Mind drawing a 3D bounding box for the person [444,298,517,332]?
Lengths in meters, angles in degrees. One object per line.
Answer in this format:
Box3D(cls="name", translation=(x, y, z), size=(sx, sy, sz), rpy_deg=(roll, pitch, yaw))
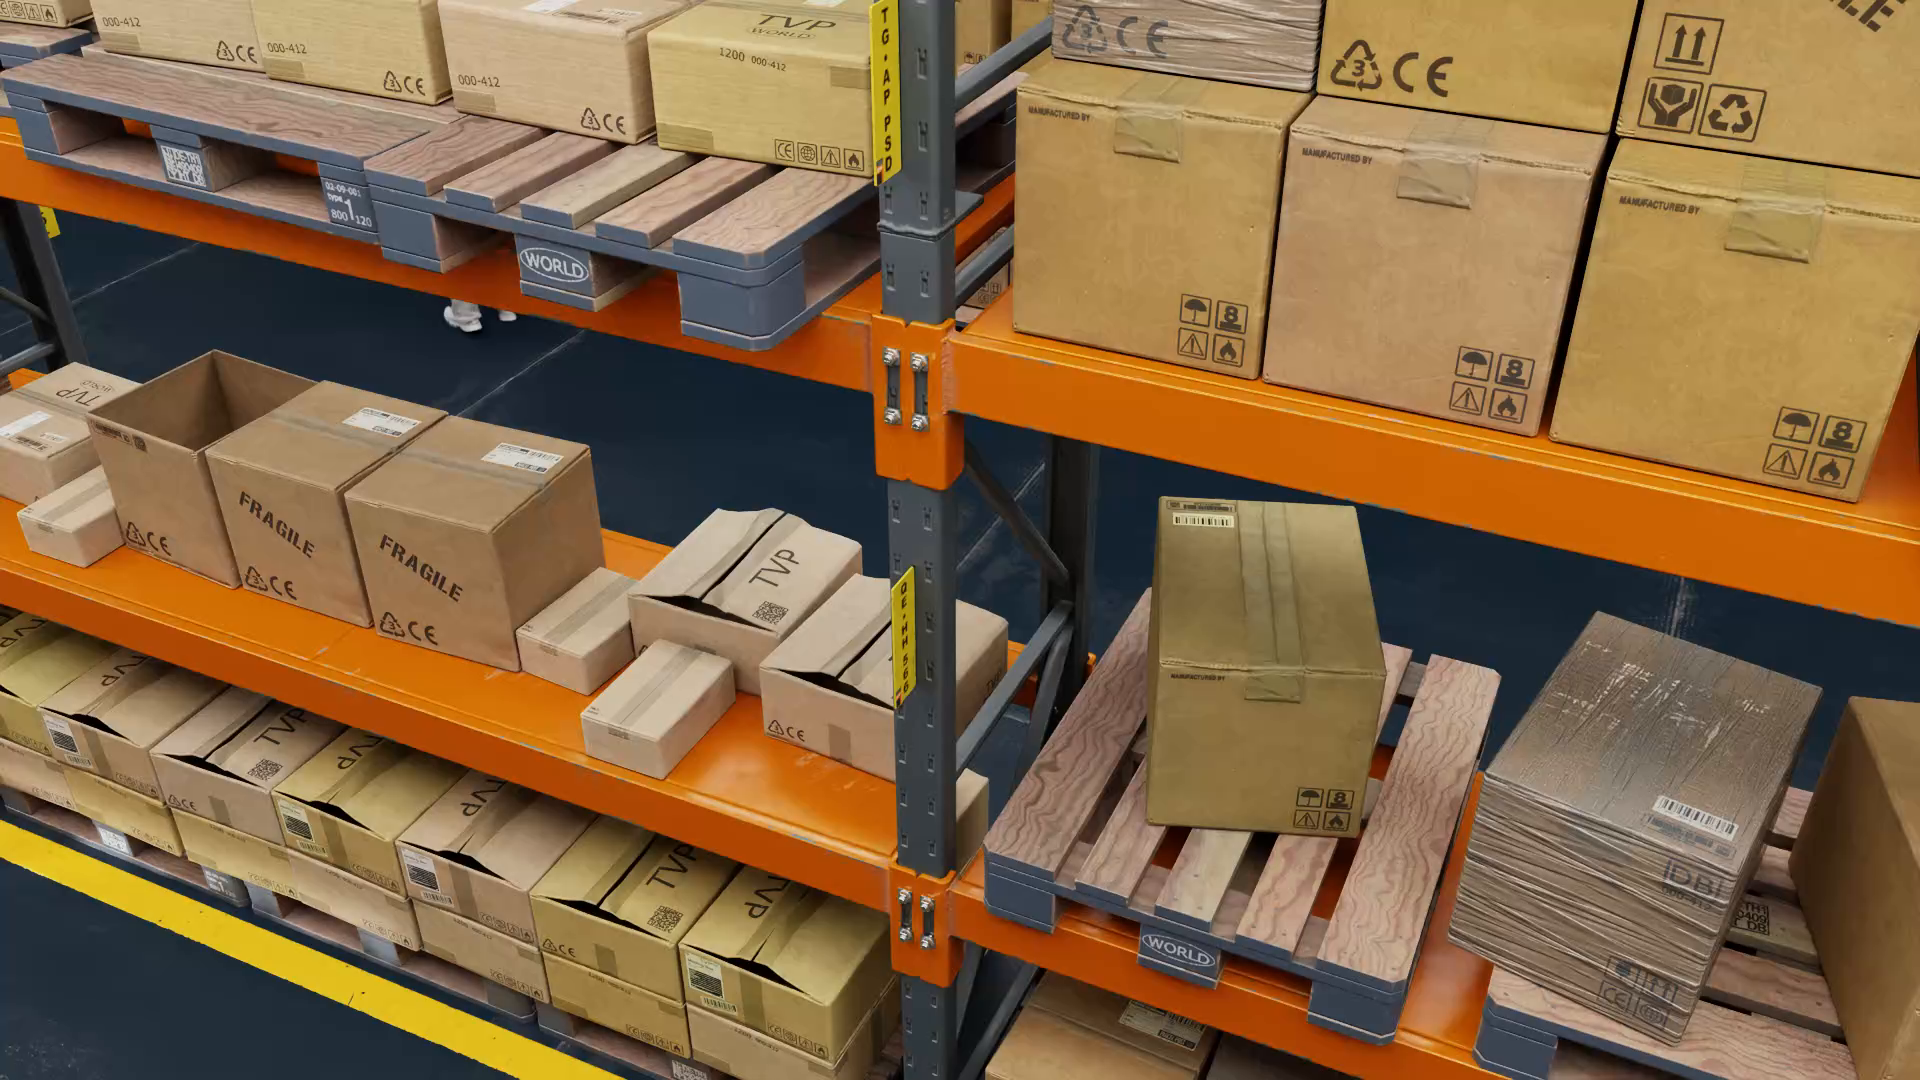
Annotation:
Box3D(cls="person", translation=(-2.800, -2.049, 9.282), size=(0.544, 1.792, 0.404), rpy_deg=(-17, 37, -24))
